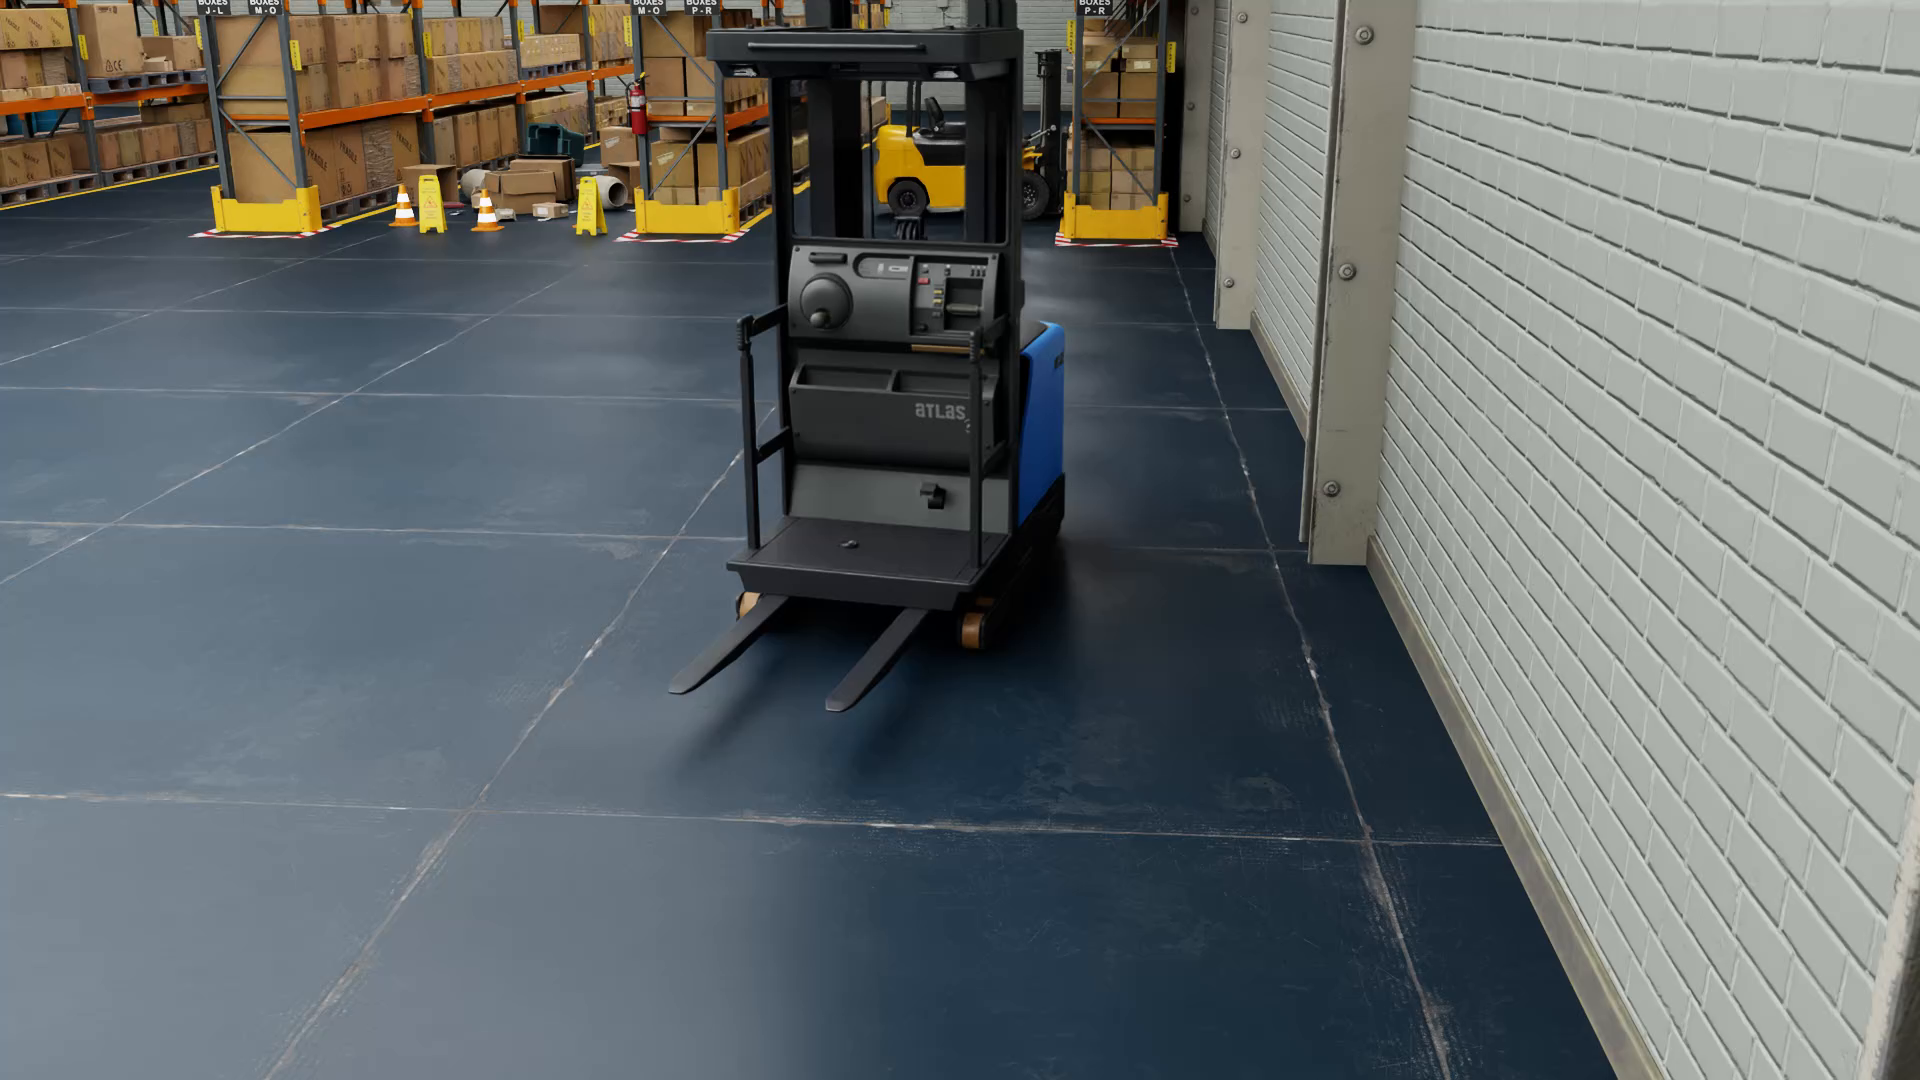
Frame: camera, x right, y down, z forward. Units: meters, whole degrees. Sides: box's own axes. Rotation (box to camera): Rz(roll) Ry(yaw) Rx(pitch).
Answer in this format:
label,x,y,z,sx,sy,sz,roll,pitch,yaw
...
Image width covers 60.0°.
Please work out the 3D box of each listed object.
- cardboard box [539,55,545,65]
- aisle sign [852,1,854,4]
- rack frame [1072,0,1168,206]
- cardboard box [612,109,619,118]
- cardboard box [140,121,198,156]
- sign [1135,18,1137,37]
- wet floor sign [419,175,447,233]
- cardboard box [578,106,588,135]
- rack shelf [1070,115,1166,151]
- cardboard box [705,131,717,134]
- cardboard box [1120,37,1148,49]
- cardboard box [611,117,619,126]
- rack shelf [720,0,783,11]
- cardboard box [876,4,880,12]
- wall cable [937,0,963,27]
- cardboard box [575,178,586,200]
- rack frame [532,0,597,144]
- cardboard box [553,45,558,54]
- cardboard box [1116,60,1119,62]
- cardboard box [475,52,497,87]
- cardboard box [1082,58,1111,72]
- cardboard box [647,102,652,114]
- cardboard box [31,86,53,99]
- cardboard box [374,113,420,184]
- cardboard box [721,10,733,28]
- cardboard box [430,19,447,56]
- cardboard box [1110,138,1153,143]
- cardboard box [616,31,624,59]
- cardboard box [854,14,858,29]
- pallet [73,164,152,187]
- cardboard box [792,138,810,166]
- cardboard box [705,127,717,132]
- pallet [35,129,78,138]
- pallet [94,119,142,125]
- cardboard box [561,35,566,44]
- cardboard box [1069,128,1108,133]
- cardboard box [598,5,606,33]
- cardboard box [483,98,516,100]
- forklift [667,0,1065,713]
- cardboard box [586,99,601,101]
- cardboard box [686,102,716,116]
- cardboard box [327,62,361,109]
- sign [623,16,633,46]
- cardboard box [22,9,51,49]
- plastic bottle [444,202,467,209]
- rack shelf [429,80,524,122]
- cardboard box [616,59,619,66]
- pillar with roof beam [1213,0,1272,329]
label,x,y,z,sx,sy,sz,roll,pitch,yaw
cardboard box,-7.243,-8.120,28.116,0.380,0.149,0.250,2,18,6
aisle sign,-2.315,-11.242,33.738,0.394,0.787,0.004,1,18,4
rack frame,1.773,-4.898,18.555,1.000,3.000,0.127,1,18,4
cardboard box,-6.860,-8.308,32.388,0.380,0.149,0.250,1,18,3
cardboard box,-12.544,-6.354,26.305,0.700,0.500,0.500,0,18,-1
sign,3.187,-9.164,29.714,0.100,0.325,0.005,1,18,4
wet floor sign,-6.150,-3.915,19.335,0.267,0.644,0.232,-2,18,-6
cardboard box,-7.064,-7.590,30.110,0.500,0.500,0.500,1,18,3
rack shelf,1.917,-5.178,20.563,1.077,0.370,4.000,1,18,4
cardboard box,-3.268,-4.995,21.387,0.500,0.500,0.500,2,18,7
cardboard box,2.279,-6.455,21.625,0.380,0.149,0.250,1,18,2
cardboard box,-6.863,-8.169,32.440,0.380,0.149,0.250,1,18,2
rack shelf,-3.034,-6.713,20.430,1.077,0.370,4.000,1,18,4
cardboard box,-1.786,-10.531,32.936,0.380,0.149,0.250,1,18,3
wall cable,-0.234,-12.184,39.158,0.588,1.984,0.122,1,18,4
cardboard box,-5.090,-4.746,22.481,0.258,0.266,0.396,-13,22,-34
rack frame,-7.262,-8.814,30.505,1.000,3.000,0.127,1,18,4
cardboard box,-7.185,-8.498,28.792,0.380,0.149,0.250,1,18,4
cardboard box,2.298,-6.043,21.887,0.500,0.500,0.500,1,18,4
cardboard box,-7.386,-7.163,25.307,0.500,0.500,0.500,1,18,3
cardboard box,1.519,-5.368,18.786,0.380,0.149,0.250,2,18,5
cardboard box,-3.457,-5.091,19.546,0.380,0.149,0.250,1,18,3
cardboard box,-12.510,-6.045,22.458,0.380,0.149,0.250,1,18,4
cardboard box,-7.951,-5.326,22.597,0.875,0.875,0.875,2,18,5
cardboard box,-3.207,-6.305,20.604,0.700,0.500,0.500,1,18,4
cardboard box,-7.771,-7.166,23.710,0.700,0.500,0.500,1,18,3
cardboard box,2.075,-4.722,20.152,0.500,0.250,0.500,1,18,4
cardboard box,-6.866,-9.628,32.350,0.500,0.500,0.500,2,18,7
cardboard box,-2.099,-9.113,29.652,0.500,0.500,0.500,2,18,6
pallet,-12.721,-5.388,24.528,1.003,0.211,1.213,1,18,4
cardboard box,-2.760,-5.804,24.863,0.950,0.372,0.625,2,18,6
cardboard box,-3.323,-5.350,21.428,0.380,0.149,0.250,2,18,7
pallet,-17.239,-7.503,30.982,1.003,0.211,1.213,1,18,4
pallet,-17.043,-8.351,33.570,1.003,0.211,1.213,1,18,4
cardboard box,-7.154,-8.803,29.244,0.380,0.149,0.250,1,18,4
cardboard box,1.666,-5.207,21.632,0.500,0.250,0.500,1,18,4
cardboard box,-6.965,-9.774,31.191,0.500,0.500,0.500,1,18,2
cardboard box,-7.736,-7.315,28.066,0.500,0.250,0.500,2,18,5
forklift,-0.343,-1.058,6.946,1.130,2.935,3.031,5,19,14
cardboard box,-7.362,-8.700,33.106,0.380,0.149,0.250,2,18,6
cardboard box,-2.947,-4.990,19.237,0.380,0.149,0.250,1,18,4
cardboard box,-7.958,-5.617,20.508,0.875,0.550,0.550,1,18,4
sign,-3.730,-5.727,18.717,0.100,0.325,0.005,1,18,4
cardboard box,-12.568,-6.834,22.219,0.500,0.500,0.500,1,18,4
plastic bottle,-6.545,-4.342,21.577,0.283,0.061,0.133,-5,19,-15
rack shelf,-7.692,-6.609,24.930,1.077,0.370,4.000,1,18,4
cardboard box,-6.900,-9.349,32.540,0.380,0.149,0.250,2,18,5
pillar with roof beam,-2.002,-6.178,12.826,9.100,9.000,0.400,1,18,4
